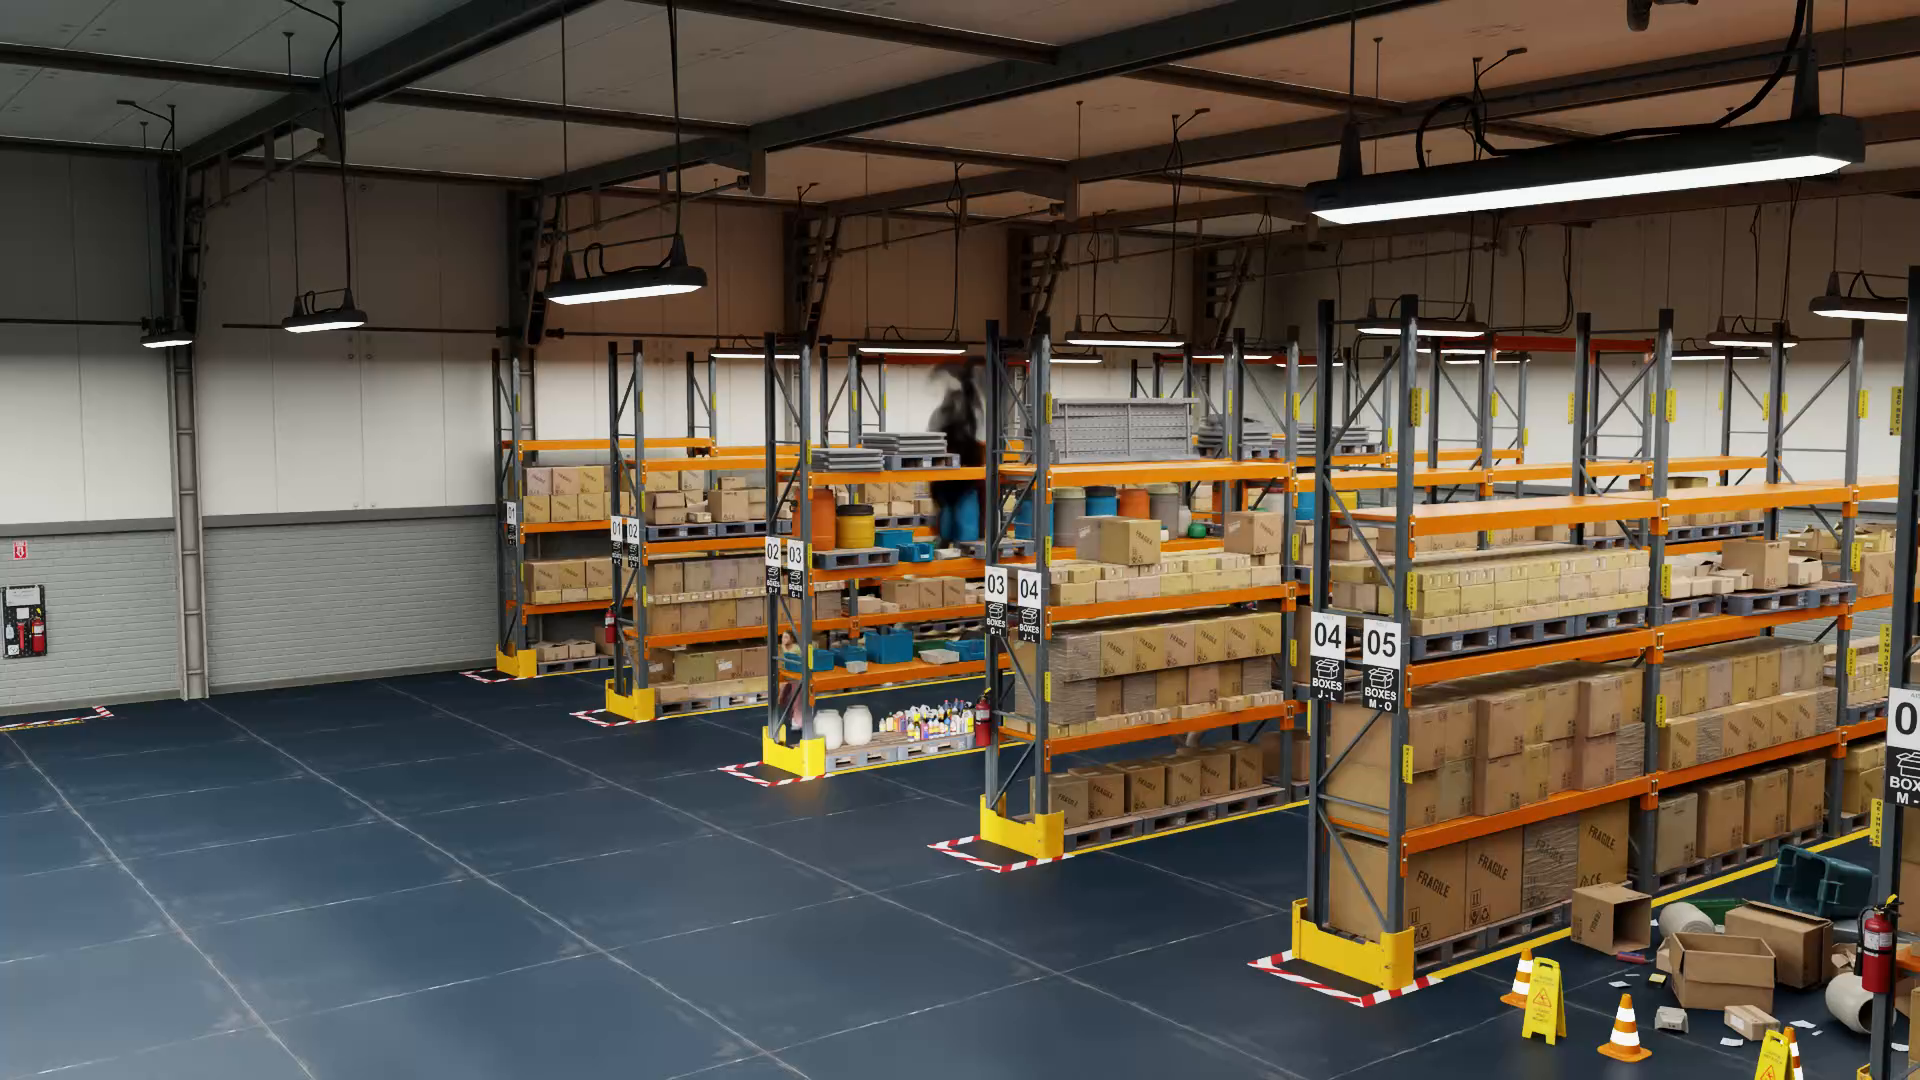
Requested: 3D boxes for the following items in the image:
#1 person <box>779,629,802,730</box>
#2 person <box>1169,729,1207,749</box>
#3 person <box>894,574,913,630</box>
[{"bbox_3d":[-2.549,2.129,25.247,0.543,1.592,0.684,3,6,29],"label":"person"},{"bbox_3d":[3.162,2.368,22.476,0.603,1.688,0.760,-3,6,-30],"label":"person"},{"bbox_3d":[-1.015,1.489,32.173,0.598,1.726,0.702,-3,6,-31],"label":"person"}]
